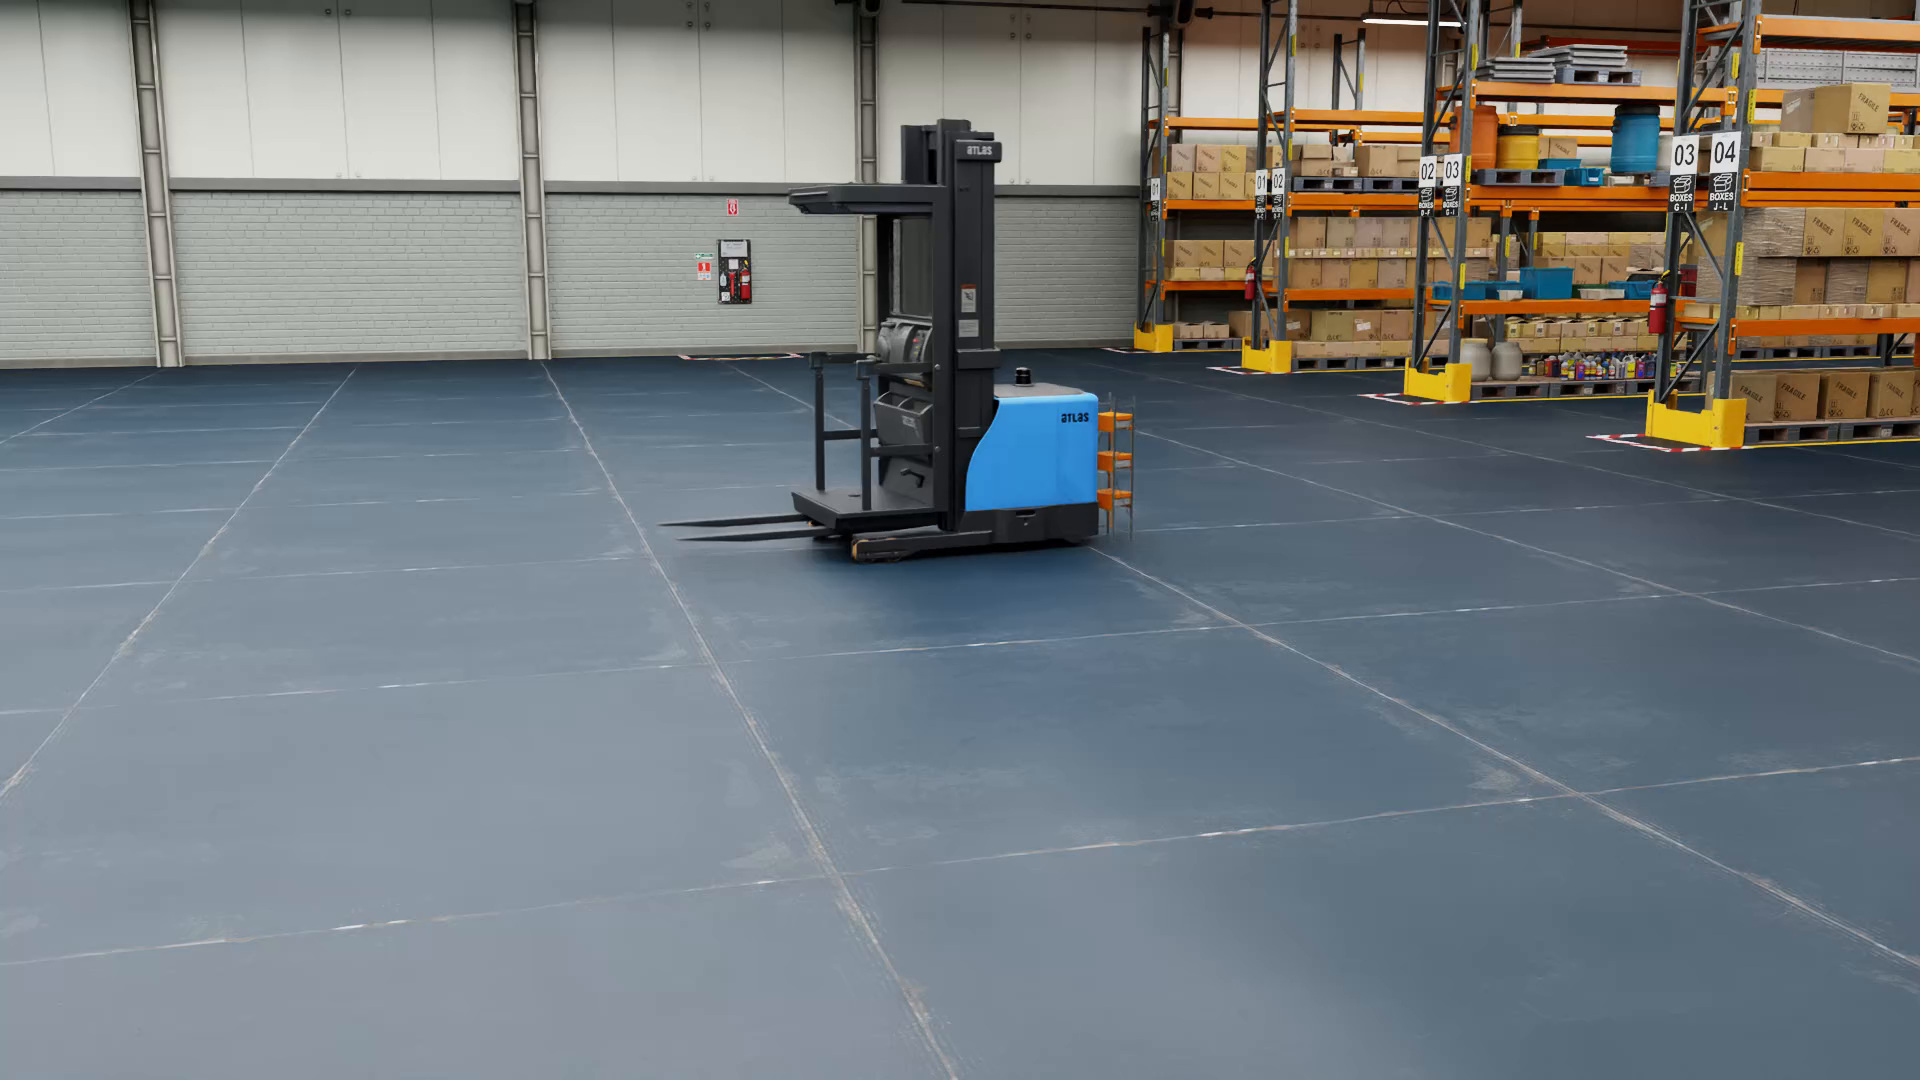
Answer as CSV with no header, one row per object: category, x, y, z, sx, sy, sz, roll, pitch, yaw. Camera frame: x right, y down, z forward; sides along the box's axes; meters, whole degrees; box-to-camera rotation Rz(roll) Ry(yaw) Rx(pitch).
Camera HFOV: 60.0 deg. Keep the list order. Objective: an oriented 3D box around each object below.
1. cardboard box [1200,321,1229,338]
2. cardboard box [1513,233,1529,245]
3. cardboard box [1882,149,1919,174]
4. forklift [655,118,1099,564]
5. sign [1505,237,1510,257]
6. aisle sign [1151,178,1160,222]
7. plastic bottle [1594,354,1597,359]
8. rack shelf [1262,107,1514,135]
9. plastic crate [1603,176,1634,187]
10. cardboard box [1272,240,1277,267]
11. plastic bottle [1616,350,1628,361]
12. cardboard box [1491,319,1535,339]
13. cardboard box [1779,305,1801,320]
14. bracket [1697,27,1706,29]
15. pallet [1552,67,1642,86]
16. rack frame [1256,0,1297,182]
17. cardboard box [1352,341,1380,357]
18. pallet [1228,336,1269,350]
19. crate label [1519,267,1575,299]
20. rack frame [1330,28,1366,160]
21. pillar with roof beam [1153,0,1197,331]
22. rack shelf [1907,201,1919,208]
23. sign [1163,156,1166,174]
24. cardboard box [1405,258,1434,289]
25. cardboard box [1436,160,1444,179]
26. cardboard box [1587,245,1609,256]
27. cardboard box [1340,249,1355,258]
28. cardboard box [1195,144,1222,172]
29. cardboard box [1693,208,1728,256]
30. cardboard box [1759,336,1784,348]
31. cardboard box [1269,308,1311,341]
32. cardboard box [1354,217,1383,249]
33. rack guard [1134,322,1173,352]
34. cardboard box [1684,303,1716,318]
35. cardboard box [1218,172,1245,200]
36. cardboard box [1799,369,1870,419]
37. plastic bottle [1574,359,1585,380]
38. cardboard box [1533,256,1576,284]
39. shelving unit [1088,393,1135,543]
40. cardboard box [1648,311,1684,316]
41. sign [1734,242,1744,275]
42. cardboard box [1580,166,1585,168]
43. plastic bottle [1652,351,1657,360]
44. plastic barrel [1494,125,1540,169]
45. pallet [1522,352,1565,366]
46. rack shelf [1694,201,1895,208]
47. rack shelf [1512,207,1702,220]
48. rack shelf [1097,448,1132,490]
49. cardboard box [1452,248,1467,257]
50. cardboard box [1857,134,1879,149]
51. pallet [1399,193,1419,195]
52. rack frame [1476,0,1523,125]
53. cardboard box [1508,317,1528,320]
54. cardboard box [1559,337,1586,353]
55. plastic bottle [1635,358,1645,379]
cardboard box,4.862,-4.059,32.023,0.500,0.311,0.500,-2,11,-11
cardboard box,11.669,-6.164,34.020,0.500,0.250,0.500,-3,11,-14
cardboard box,9.782,-3.994,17.584,0.500,0.250,0.500,-3,11,-14
forklift,-0.575,-1.388,11.489,3.031,2.935,1.130,-4,11,-23
sign,9.011,-4.827,27.371,0.005,0.325,0.100,-3,11,-16
aisle sign,3.640,-6.340,31.019,0.004,0.787,0.394,-3,11,-16
plastic bottle,8.993,-2.498,23.620,0.133,0.283,0.061,-3,11,-13
rack shelf,6.934,-6.757,26.989,4.000,0.370,1.077,-3,11,-16
plastic crate,8.807,-4.791,22.231,0.396,0.136,0.243,-3,11,-16
cardboard box,6.134,-5.497,31.908,0.500,0.500,0.500,-3,11,-18
plastic bottle,9.384,-2.517,23.536,0.185,0.351,0.144,-3,11,-16
cardboard box,9.321,-3.566,28.019,0.500,0.311,0.500,-3,11,-16
cardboard box,8.609,-2.403,17.507,0.250,0.149,0.380,-3,11,-16
bracket,15.278,-10.548,34.547,0.430,0.232,0.235,-3,11,-16
pallet,8.278,-6.149,22.220,1.213,0.211,1.003,-3,11,-16
rack frame,5.014,-7.207,26.338,0.127,3.000,1.000,-3,11,-16
cardboard box,6.550,-3.150,27.307,0.500,0.250,0.500,-3,11,-16
pallet,5.657,-3.846,32.353,1.213,0.211,1.003,-3,11,-16
crate label,8.086,-3.552,22.961,0.616,0.435,0.502,-3,11,-16
rack frame,7.466,-8.270,32.114,0.127,3.000,1.000,-3,11,-16
pillar with roof beam,5.259,-7.505,27.958,0.548,9.000,9.100,-3,11,-16
rack shelf,15.996,-5.022,24.745,4.000,0.370,1.077,-3,11,-16
sign,3.777,-6.928,30.694,0.005,0.325,0.100,-3,11,-16
cardboard box,7.442,-4.432,27.558,0.500,0.500,0.700,-3,11,-15
cardboard box,7.778,-6.158,27.628,0.500,0.311,0.500,-4,11,-19
cardboard box,12.827,-5.757,33.881,0.500,0.500,0.500,-3,11,-16
cardboard box,6.186,-4.645,26.927,0.250,0.149,0.380,-3,11,-17
cardboard box,4.559,-7.137,31.151,0.500,0.500,0.500,-3,11,-17
cardboard box,8.238,-3.292,17.784,0.500,0.500,0.500,-3,11,-16
cardboard box,14.196,-3.673,29.404,0.500,0.500,0.500,-3,11,-17
cardboard box,5.445,-3.558,27.452,0.500,0.500,0.500,-3,11,-16
cardboard box,6.503,-5.021,27.174,0.500,0.500,0.700,-3,11,-16
rack guard,3.698,-3.892,31.805,0.348,0.500,1.175,-3,11,-16
cardboard box,7.995,-2.461,17.822,0.250,0.149,0.380,-3,11,-16
cardboard box,5.039,-6.673,31.391,0.500,0.500,0.500,-2,11,-13
cardboard box,9.554,-1.604,18.221,0.500,0.500,0.500,-2,11,-11
plastic bottle,8.445,-2.321,22.658,0.133,0.283,0.061,-3,11,-15
cardboard box,10.102,-4.570,28.312,0.500,0.500,0.500,-2,11,-12
shelving unit,1.093,-0.523,11.988,0.215,1.050,0.252,-8,13,-37
cardboard box,14.559,-4.818,34.711,0.750,0.750,0.750,-3,11,-15
sign,7.931,-2.865,16.935,0.005,0.325,0.100,-3,11,-16
cardboard box,12.250,-7.333,33.819,0.500,0.500,0.700,-4,11,-19
plastic bottle,9.657,-2.453,23.189,0.185,0.351,0.144,-3,11,-16
plastic barrel,7.453,-5.249,22.309,0.600,0.588,0.600,0,10,0
pallet,9.551,-3.131,28.472,1.213,0.211,1.003,-3,11,-16
rack shelf,14.615,-5.884,29.423,4.000,0.370,1.077,-3,11,-16
rack shelf,13.227,-6.745,34.100,4.000,0.370,1.077,-3,11,-16
rack shelf,1.093,-0.513,11.990,0.215,0.259,0.240,-8,13,-37
cardboard box,8.164,-4.750,27.495,0.250,0.149,0.380,-3,11,-18
cardboard box,9.366,-4.165,17.414,0.250,0.149,0.380,-4,11,-19
pallet,9.083,-6.768,32.760,1.003,0.211,1.213,-3,11,-16
rack frame,8.854,-7.409,27.437,0.127,3.000,1.000,-3,11,-16
cardboard box,9.661,-3.686,28.672,0.500,0.311,0.500,-3,11,-14
cardboard box,10.298,-3.342,28.353,0.500,0.250,0.500,-3,11,-18
plastic bottle,9.368,-2.370,22.922,0.133,0.283,0.061,-2,11,-12
